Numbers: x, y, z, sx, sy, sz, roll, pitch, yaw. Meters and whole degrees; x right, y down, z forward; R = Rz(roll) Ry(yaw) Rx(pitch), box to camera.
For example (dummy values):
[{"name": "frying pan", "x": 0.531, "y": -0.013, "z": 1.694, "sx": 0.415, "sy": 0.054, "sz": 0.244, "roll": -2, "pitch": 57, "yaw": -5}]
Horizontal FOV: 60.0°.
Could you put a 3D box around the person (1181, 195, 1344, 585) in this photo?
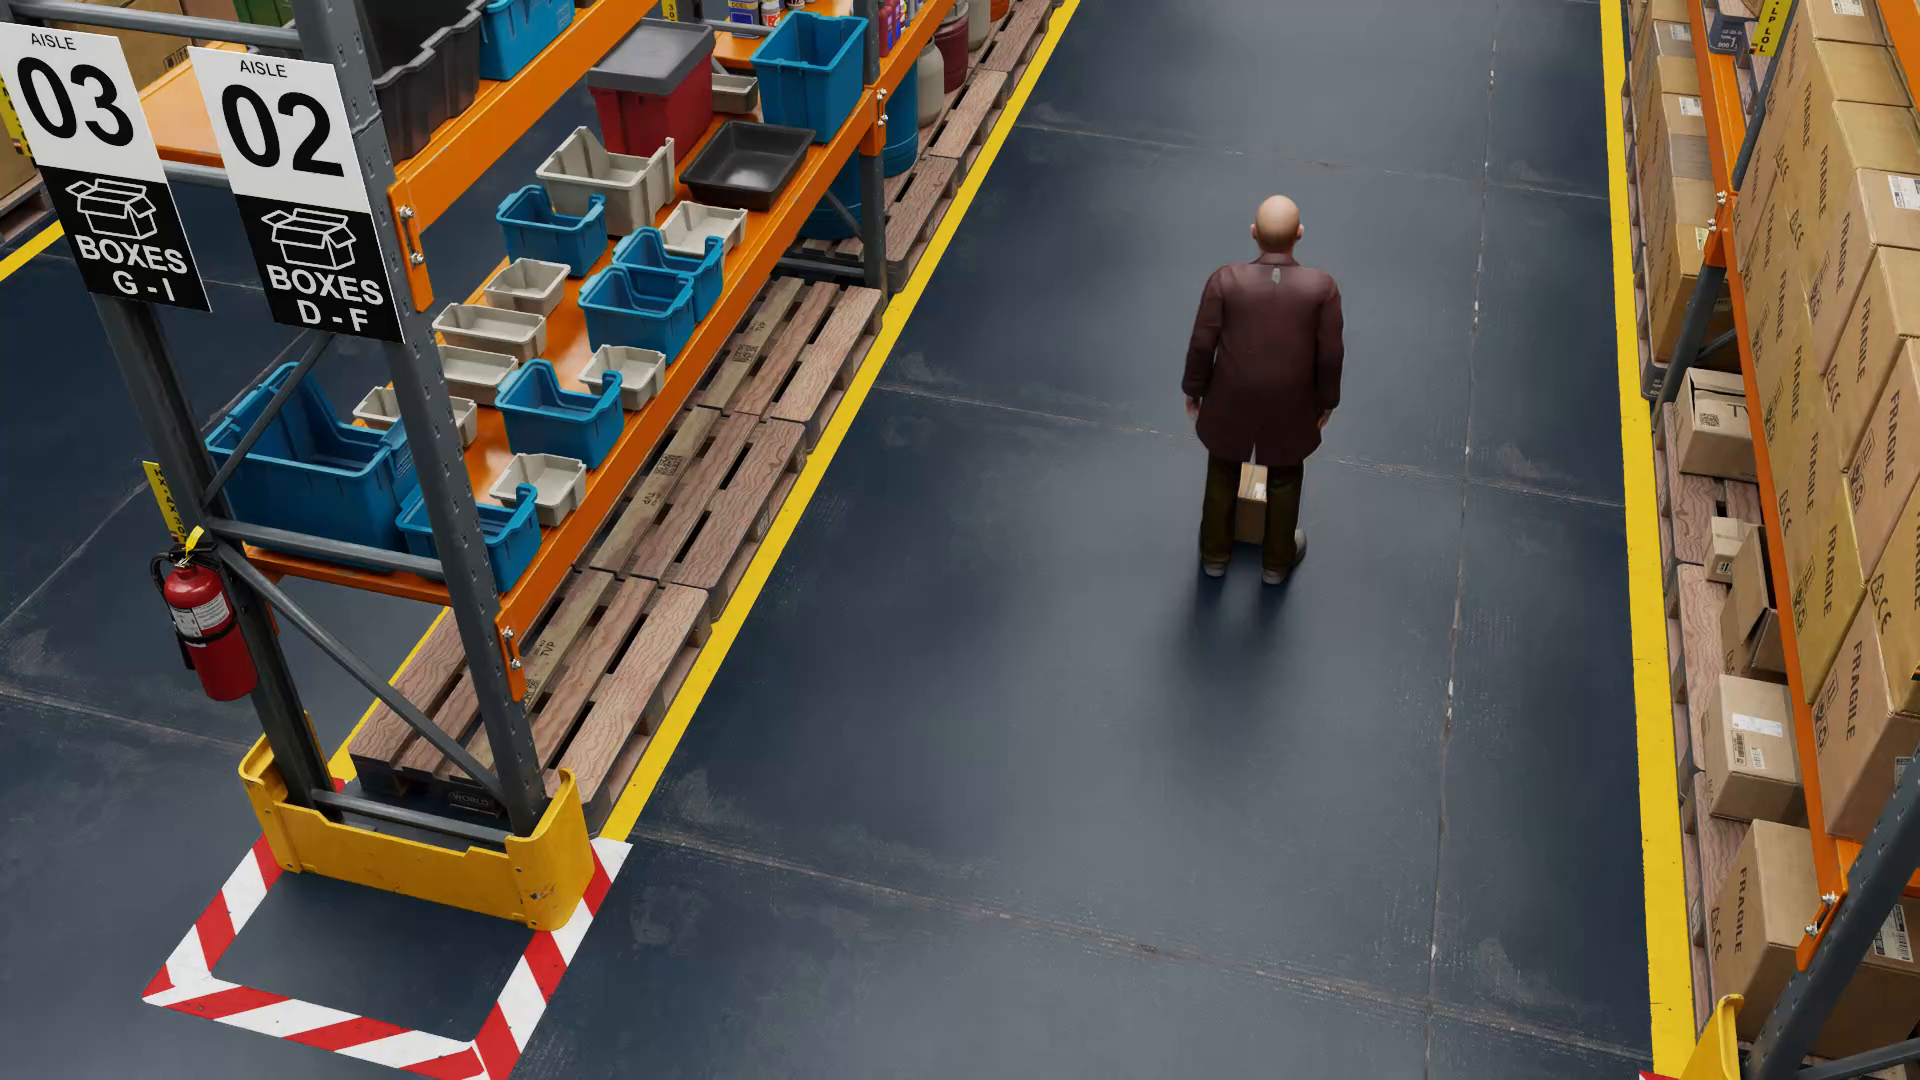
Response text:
[{"name": "person", "x": 1.235, "y": -0.590, "z": 6.862, "sx": 0.648, "sy": 1.772, "sz": 0.429, "roll": 8, "pitch": 41, "yaw": 9}]
